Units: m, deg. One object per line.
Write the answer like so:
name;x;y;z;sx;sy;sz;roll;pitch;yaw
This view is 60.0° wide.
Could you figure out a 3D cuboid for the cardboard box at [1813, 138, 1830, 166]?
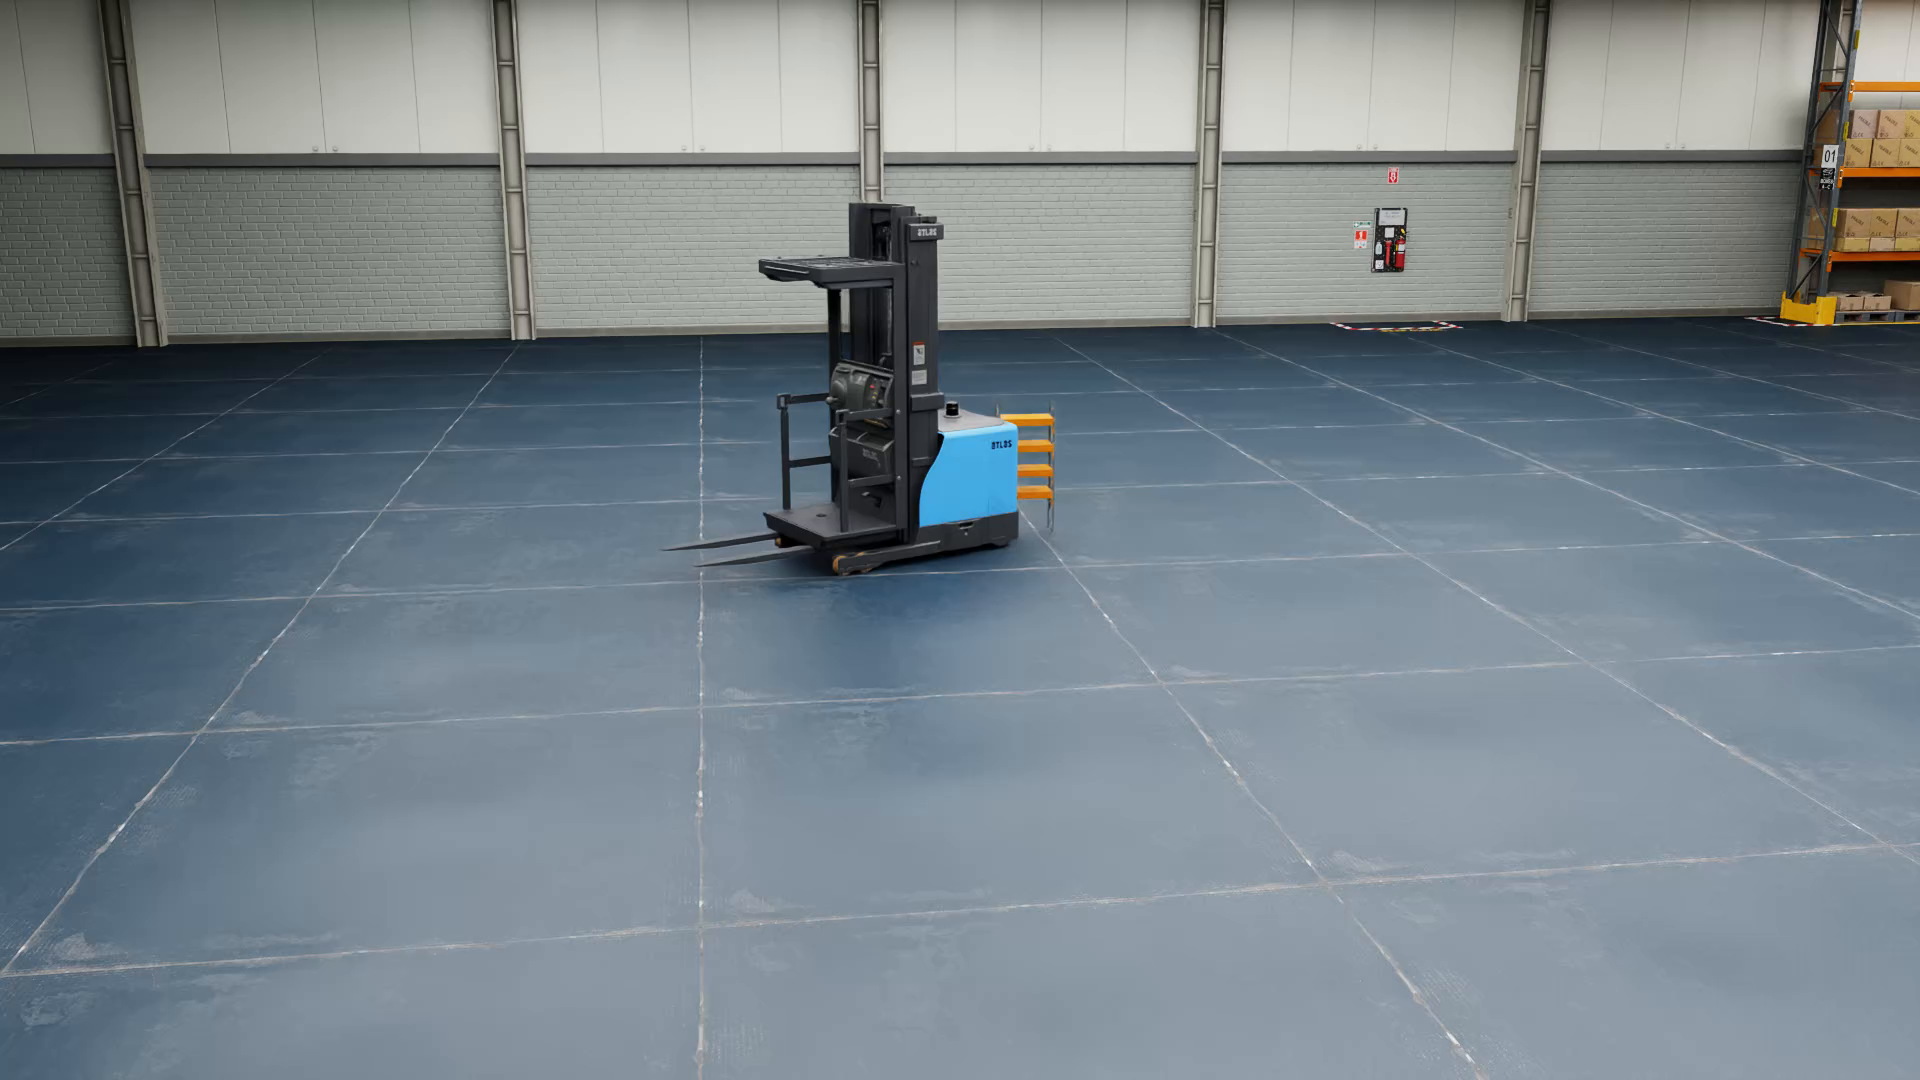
cardboard box;16.084;-7.128;30.565;0.500;0.500;0.500;-1;14;-4

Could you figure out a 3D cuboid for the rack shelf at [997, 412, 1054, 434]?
rack shelf;0.576;-1.034;14.765;0.480;0.148;0.258;-2;14;-7

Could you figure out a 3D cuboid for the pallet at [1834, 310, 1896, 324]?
pallet;16.593;-4.210;31.075;1.213;0.211;1.003;-2;14;-8

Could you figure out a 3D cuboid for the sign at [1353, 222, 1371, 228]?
sign;7.334;-5.752;30.327;0.331;0.109;0.001;-2;14;-8

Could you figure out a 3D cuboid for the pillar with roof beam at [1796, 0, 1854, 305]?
pillar with roof beam;16.914;-7.647;26.713;0.400;9.000;9.100;-2;14;-8

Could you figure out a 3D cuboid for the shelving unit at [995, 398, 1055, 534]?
shelving unit;0.576;-0.653;14.860;0.503;1.200;0.258;-2;14;-7

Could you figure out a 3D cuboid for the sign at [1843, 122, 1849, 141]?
sign;15.790;-7.287;29.649;0.005;0.325;0.100;-2;14;-8

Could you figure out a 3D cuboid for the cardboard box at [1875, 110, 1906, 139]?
cardboard box;16.630;-7.498;29.987;0.500;0.500;0.500;-2;14;-9

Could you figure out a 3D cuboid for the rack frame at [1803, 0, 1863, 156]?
rack frame;15.709;-8.449;29.911;0.127;3.000;1.000;-2;14;-8

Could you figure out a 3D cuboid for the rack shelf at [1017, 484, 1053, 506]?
rack shelf;0.576;-0.395;14.925;0.480;0.148;0.258;-2;14;-7

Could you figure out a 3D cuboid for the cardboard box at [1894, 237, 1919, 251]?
cardboard box;17.255;-5.456;30.579;0.500;0.250;0.500;-2;14;-9

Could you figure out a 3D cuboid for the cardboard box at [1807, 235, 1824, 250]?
cardboard box;16.143;-5.539;30.910;0.500;0.250;0.500;-2;14;-7

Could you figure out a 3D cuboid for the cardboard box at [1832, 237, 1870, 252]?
cardboard box;16.239;-5.417;30.423;0.500;0.250;0.500;-3;14;-10

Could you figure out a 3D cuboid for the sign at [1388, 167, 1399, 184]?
sign;7.868;-6.623;30.197;0.199;0.298;0.001;-2;14;-8

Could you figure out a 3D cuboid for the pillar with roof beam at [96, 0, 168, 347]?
pillar with roof beam;-12.751;-6.559;22.378;0.400;9.000;9.100;-2;14;-8

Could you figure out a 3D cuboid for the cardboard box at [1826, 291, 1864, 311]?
cardboard box;16.407;-4.451;30.928;0.500;0.311;0.500;-4;15;-15

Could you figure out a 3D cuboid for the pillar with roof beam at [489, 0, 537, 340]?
pillar with roof beam;-6.818;-6.777;23.245;0.400;9.000;9.100;-2;14;-8

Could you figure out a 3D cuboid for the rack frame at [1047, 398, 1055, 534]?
rack frame;0.818;-0.661;14.890;0.015;1.200;0.240;-2;14;-7

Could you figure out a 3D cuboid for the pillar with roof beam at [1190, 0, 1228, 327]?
pillar with roof beam;5.048;-7.212;24.979;0.400;9.000;9.100;-2;14;-8

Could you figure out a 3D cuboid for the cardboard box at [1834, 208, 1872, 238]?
cardboard box;16.226;-5.784;30.346;0.500;0.500;0.500;-2;14;-8

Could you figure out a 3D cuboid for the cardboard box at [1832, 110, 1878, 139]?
cardboard box;16.127;-7.492;29.963;0.500;0.500;0.500;-3;14;-12

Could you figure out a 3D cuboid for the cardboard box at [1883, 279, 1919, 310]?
cardboard box;17.704;-4.578;31.046;0.500;0.500;0.700;-3;14;-12

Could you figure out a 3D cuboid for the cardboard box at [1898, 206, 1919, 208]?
cardboard box;17.652;-5.962;31.053;0.500;0.500;0.500;-2;14;-8

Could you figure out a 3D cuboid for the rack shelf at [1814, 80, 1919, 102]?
rack shelf;17.687;-8.171;30.288;4.000;0.370;1.077;-2;14;-8

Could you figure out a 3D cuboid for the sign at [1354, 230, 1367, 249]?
sign;7.328;-5.497;30.399;0.234;0.329;0.001;-2;14;-8

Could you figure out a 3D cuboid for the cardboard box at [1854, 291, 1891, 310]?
cardboard box;16.971;-4.472;31.011;0.500;0.311;0.500;-1;14;-4

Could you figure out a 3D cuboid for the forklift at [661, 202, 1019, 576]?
forklift;-0.996;-1.275;13.779;3.031;2.935;1.130;-9;17;-33

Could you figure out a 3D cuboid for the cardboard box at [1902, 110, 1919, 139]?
cardboard box;17.135;-7.520;30.071;0.500;0.500;0.500;-2;14;-7

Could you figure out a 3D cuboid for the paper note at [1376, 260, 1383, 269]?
paper note;7.705;-5.057;30.532;0.142;0.148;0.016;-2;14;-8

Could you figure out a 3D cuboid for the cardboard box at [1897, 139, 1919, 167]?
cardboard box;17.127;-7.035;30.192;0.500;0.500;0.500;-1;14;-6

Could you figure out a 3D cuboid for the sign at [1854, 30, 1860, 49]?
sign;15.790;-8.810;29.268;0.005;0.325;0.100;-2;14;-8

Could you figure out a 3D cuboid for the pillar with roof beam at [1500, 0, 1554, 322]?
pillar with roof beam;10.981;-7.429;25.846;0.400;9.000;9.100;-2;14;-8

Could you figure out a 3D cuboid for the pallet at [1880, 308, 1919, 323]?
pallet;17.797;-4.253;31.248;1.213;0.211;1.003;-2;14;-8

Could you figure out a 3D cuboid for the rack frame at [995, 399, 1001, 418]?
rack frame;0.334;-0.646;14.831;0.015;1.200;0.240;-2;14;-7

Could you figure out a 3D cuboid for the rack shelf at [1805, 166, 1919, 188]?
rack shelf;17.687;-6.717;30.653;4.000;0.370;1.077;-2;14;-8

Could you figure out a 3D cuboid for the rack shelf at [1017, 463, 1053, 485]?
rack shelf;0.576;-0.588;14.877;0.480;0.148;0.258;-2;14;-7

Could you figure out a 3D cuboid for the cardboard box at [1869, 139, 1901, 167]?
cardboard box;16.614;-7.015;30.114;0.500;0.500;0.500;-1;14;-5

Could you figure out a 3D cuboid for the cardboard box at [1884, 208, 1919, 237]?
cardboard box;17.228;-5.817;30.477;0.500;0.500;0.500;-3;14;-10

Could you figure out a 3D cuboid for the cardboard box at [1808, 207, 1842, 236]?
cardboard box;16.144;-5.908;30.838;0.500;0.500;0.500;-2;14;-9

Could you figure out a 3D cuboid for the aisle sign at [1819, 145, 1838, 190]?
aisle sign;15.683;-6.725;30.027;0.004;0.787;0.394;-2;14;-8

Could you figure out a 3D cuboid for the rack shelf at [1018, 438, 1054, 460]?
rack shelf;0.576;-0.805;14.822;0.480;0.148;0.258;-2;14;-7

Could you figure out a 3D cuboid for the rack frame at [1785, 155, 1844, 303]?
rack frame;15.709;-5.539;30.641;0.127;3.000;1.000;-2;14;-8

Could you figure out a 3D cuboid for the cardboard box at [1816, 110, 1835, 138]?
cardboard box;16.097;-7.615;30.453;0.500;0.500;0.500;-1;14;-6

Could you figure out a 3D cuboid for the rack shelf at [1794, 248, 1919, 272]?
rack shelf;17.687;-5.262;31.018;4.000;0.370;1.077;-2;14;-8

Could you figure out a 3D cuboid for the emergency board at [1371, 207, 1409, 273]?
emergency board;7.890;-5.474;30.384;0.643;1.169;0.194;-2;14;-8

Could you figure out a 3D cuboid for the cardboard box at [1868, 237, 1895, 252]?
cardboard box;16.751;-5.439;30.512;0.500;0.250;0.500;-3;14;-10

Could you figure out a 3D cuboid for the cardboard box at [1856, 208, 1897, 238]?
cardboard box;16.717;-5.800;30.408;0.500;0.500;0.500;-2;14;-8

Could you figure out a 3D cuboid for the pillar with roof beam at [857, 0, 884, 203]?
pillar with roof beam;-0.885;-6.994;24.112;0.400;9.000;9.100;-2;14;-8
